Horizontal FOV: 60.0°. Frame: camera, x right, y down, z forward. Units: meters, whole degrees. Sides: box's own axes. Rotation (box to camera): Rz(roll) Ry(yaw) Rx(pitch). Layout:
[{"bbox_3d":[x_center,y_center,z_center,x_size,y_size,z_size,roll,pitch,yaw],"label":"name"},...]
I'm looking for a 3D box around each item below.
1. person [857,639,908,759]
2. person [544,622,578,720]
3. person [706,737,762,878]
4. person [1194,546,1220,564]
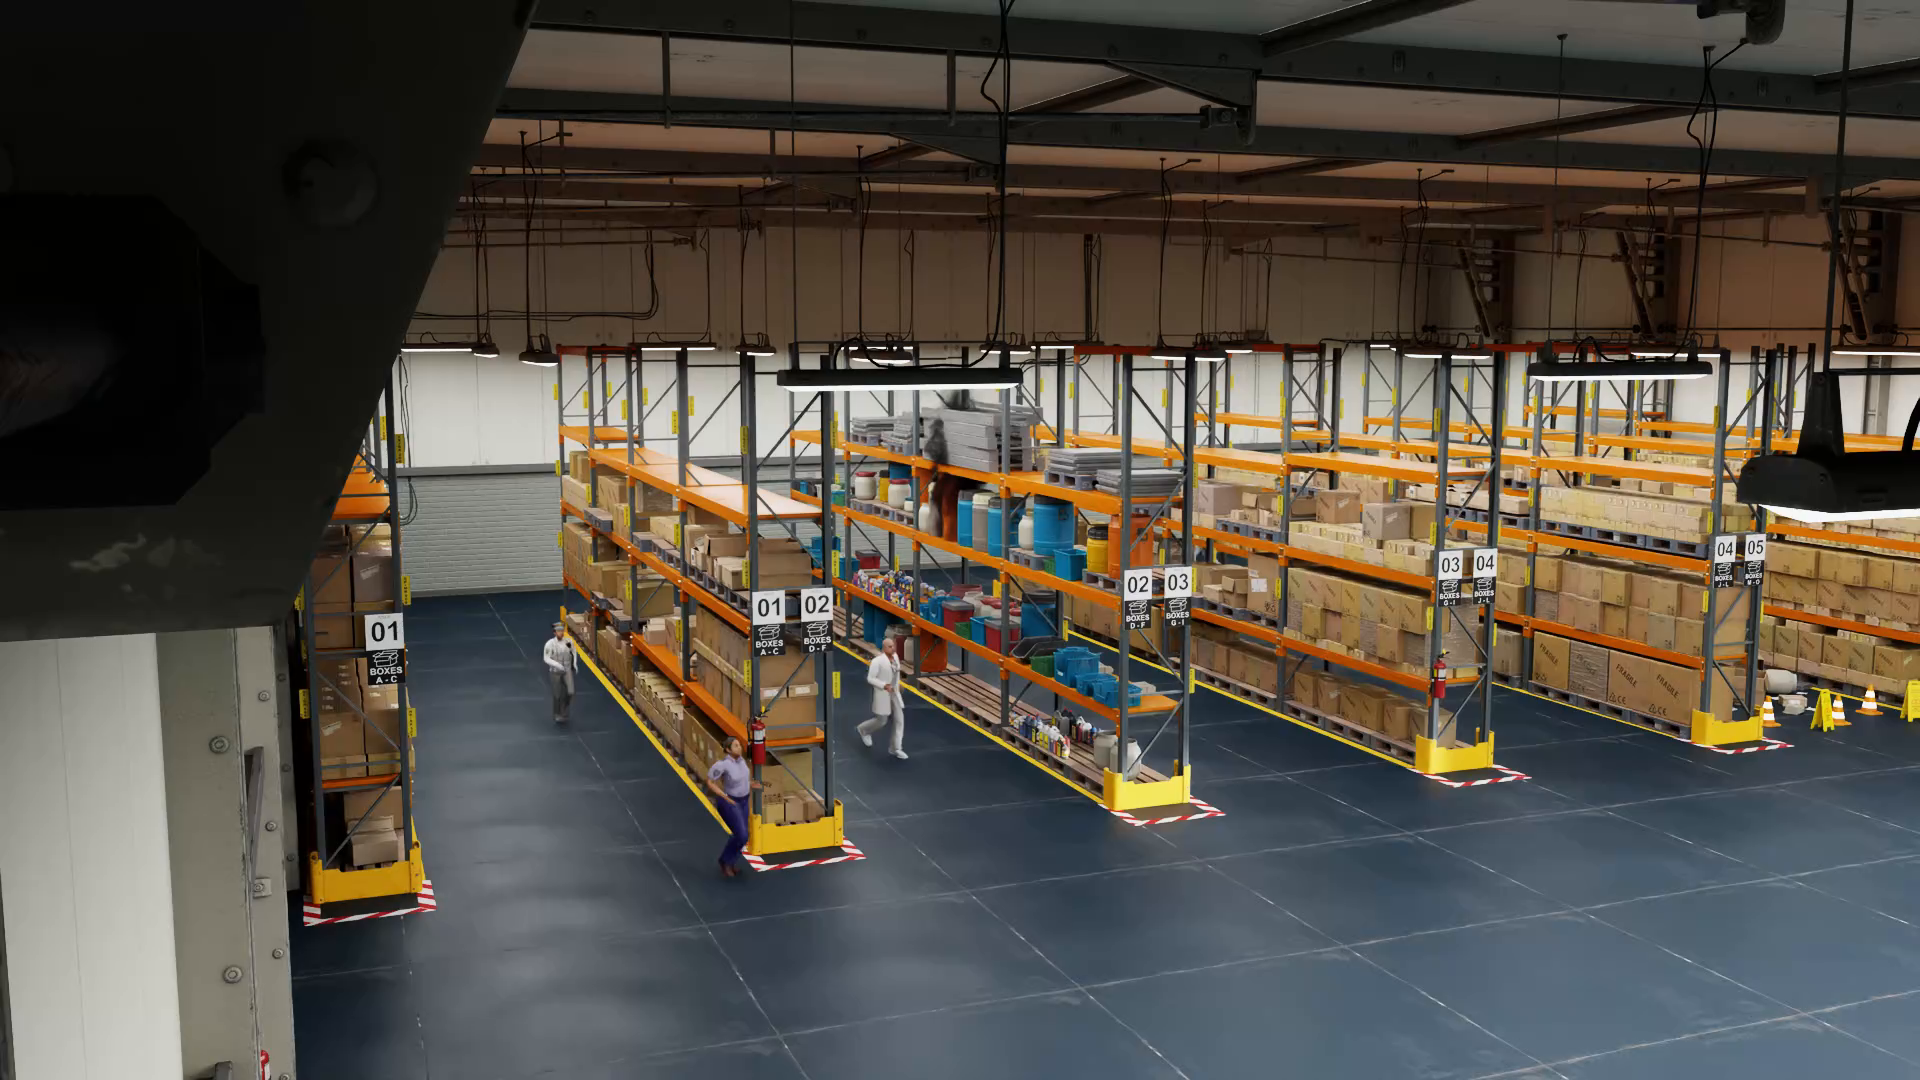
[{"bbox_3d":[-1.140,2.324,24.752,0.696,1.772,0.977,-7,10,-43],"label":"person"},{"bbox_3d":[-6.388,2.115,26.711,0.585,1.649,0.690,-4,8,-27],"label":"person"},{"bbox_3d":[-2.580,3.108,19.292,0.561,1.657,0.599,4,8,26],"label":"person"},{"bbox_3d":[6.132,0.152,41.776,1.109,1.821,0.604,-2,8,-17],"label":"person"}]
